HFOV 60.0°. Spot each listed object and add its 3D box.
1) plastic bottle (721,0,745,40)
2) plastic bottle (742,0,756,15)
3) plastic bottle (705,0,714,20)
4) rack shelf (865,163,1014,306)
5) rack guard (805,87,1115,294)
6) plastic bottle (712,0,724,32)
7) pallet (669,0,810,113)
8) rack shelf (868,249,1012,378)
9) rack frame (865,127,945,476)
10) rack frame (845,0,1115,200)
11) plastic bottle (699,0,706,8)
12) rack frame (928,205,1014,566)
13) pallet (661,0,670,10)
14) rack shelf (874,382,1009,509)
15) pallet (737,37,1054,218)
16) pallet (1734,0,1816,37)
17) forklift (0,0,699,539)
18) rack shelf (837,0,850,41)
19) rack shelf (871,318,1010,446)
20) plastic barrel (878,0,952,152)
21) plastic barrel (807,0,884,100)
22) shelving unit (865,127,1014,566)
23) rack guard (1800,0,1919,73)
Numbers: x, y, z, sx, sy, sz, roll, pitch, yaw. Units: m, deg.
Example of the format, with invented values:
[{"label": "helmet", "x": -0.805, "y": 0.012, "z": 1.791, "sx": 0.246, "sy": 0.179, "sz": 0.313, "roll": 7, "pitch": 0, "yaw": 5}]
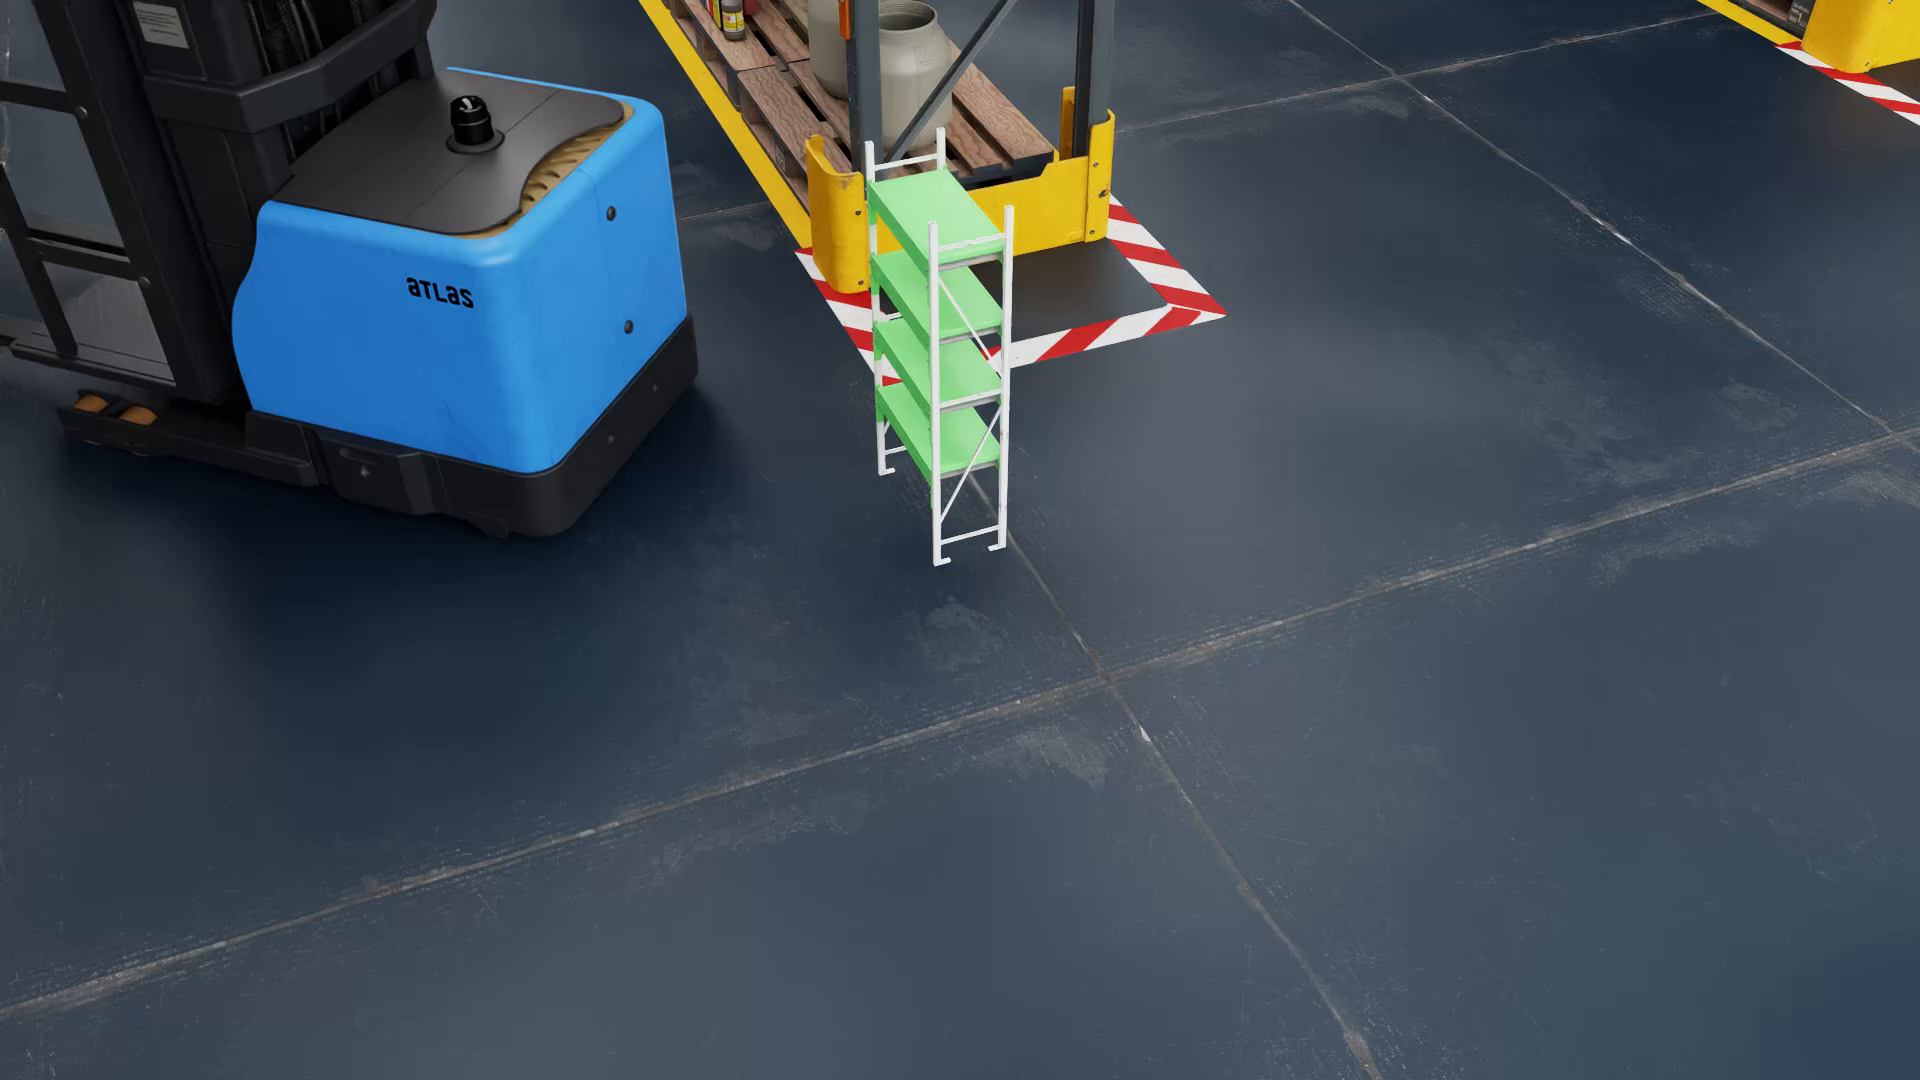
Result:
[{"label": "plastic bottle", "x": -1.028, "y": -2.381, "z": 7.527, "sx": 0.097, "sy": 0.201, "sz": 0.097, "roll": 0, "pitch": 41, "yaw": 0}, {"label": "plastic bottle", "x": -1.001, "y": -2.598, "z": 7.717, "sx": 0.061, "sy": 0.283, "sz": 0.133, "roll": -15, "pitch": 43, "yaw": -17}, {"label": "plastic bottle", "x": -1.099, "y": -2.568, "z": 7.688, "sx": 0.152, "sy": 0.276, "sz": 0.135, "roll": -15, "pitch": 43, "yaw": -17}, {"label": "rack shelf", "x": -0.063, "y": -0.870, "z": 4.703, "sx": 0.258, "sy": 0.148, "sz": 0.480, "roll": -15, "pitch": 43, "yaw": -17}, {"label": "rack guard", "x": 0.007, "y": -1.365, "z": 6.454, "sx": 1.175, "sy": 0.500, "sz": 0.348, "roll": -15, "pitch": 43, "yaw": -17}, {"label": "plastic bottle", "x": -1.089, "y": -2.478, "z": 7.577, "sx": 0.061, "sy": 0.283, "sz": 0.133, "roll": -14, "pitch": 43, "yaw": -16}, {"label": "pallet", "x": -0.762, "y": -2.480, "z": 7.972, "sx": 1.003, "sy": 0.211, "sz": 1.213, "roll": -15, "pitch": 43, "yaw": -17}, {"label": "rack shelf", "x": -0.063, "y": -0.688, "z": 4.860, "sx": 0.258, "sy": 0.148, "sz": 0.480, "roll": -15, "pitch": 43, "yaw": -17}, {"label": "rack frame", "x": -0.157, "y": -0.702, "z": 5.146, "sx": 0.240, "sy": 1.200, "sz": 0.015, "roll": -15, "pitch": 43, "yaw": -17}, {"label": "rack frame", "x": 0.080, "y": -2.279, "z": 5.599, "sx": 1.000, "sy": 3.000, "sz": 0.127, "roll": -15, "pitch": 43, "yaw": -17}, {"label": "plastic bottle", "x": -1.152, "y": -2.652, "z": 7.785, "sx": 0.152, "sy": 0.276, "sz": 0.135, "roll": -16, "pitch": 43, "yaw": -18}, {"label": "rack frame", "x": 0.030, "y": -0.408, "z": 4.804, "sx": 0.240, "sy": 1.200, "sz": 0.015, "roll": -15, "pitch": 43, "yaw": -17}, {"label": "pallet", "x": -1.232, "y": -3.216, "z": 8.828, "sx": 1.003, "sy": 0.211, "sz": 1.213, "roll": -15, "pitch": 43, "yaw": -17}, {"label": "rack shelf", "x": -0.063, "y": -0.324, "z": 5.173, "sx": 0.258, "sy": 0.148, "sz": 0.480, "roll": -15, "pitch": 43, "yaw": -17}, {"label": "pallet", "x": -0.299, "y": -1.746, "z": 7.119, "sx": 1.003, "sy": 0.211, "sz": 1.213, "roll": -15, "pitch": 43, "yaw": -17}, {"label": "pallet", "x": 4.349, "y": -3.001, "z": 8.578, "sx": 1.003, "sy": 0.211, "sz": 1.213, "roll": -15, "pitch": 43, "yaw": -17}, {"label": "forklift", "x": -2.488, "y": -1.700, "z": 4.979, "sx": 3.031, "sy": 2.935, "sz": 1.130, "roll": 13, "pitch": 42, "yaw": 15}, {"label": "rack shelf", "x": -0.685, "y": -3.211, "z": 7.235, "sx": 1.077, "sy": 0.370, "sz": 4.000, "roll": -15, "pitch": 43, "yaw": -17}, {"label": "rack shelf", "x": -0.063, "y": -0.506, "z": 5.016, "sx": 0.258, "sy": 0.148, "sz": 0.480, "roll": -15, "pitch": 43, "yaw": -17}, {"label": "plastic barrel", "x": -0.243, "y": -1.872, "z": 6.712, "sx": 0.421, "sy": 0.512, "sz": 0.421, "roll": 0, "pitch": 41, "yaw": 0}, {"label": "plastic barrel", "x": -0.434, "y": -2.174, "z": 7.063, "sx": 0.421, "sy": 0.512, "sz": 0.421, "roll": 0, "pitch": 41, "yaw": 0}, {"label": "shelving unit", "x": -0.063, "y": -0.555, "z": 4.975, "sx": 0.258, "sy": 1.200, "sz": 0.503, "roll": -15, "pitch": 43, "yaw": -17}, {"label": "rack guard", "x": 4.627, "y": -2.612, "z": 7.904, "sx": 1.175, "sy": 0.500, "sz": 0.348, "roll": -15, "pitch": 43, "yaw": -17}]
